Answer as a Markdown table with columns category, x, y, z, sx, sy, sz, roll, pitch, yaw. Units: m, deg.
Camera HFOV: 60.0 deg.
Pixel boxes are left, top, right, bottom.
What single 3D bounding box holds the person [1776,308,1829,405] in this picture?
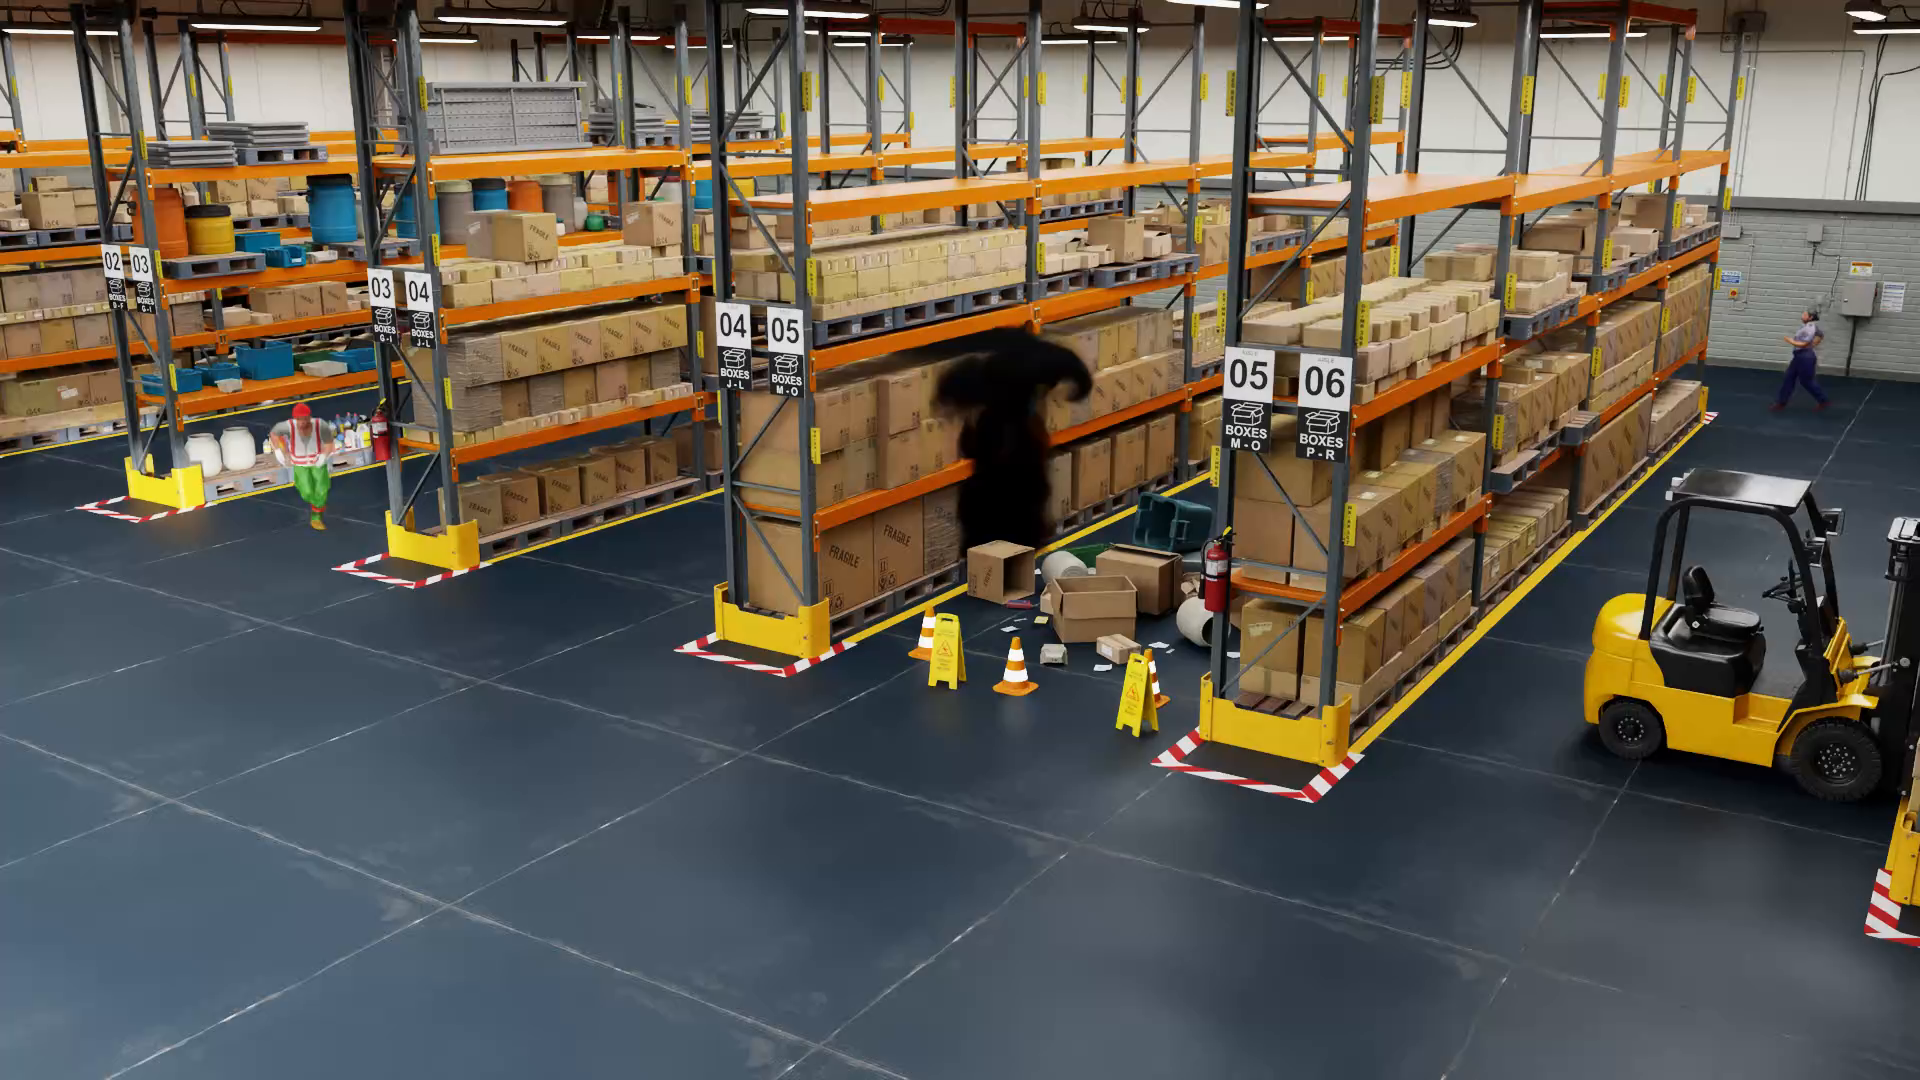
| category | x | y | z | sx | sy | sz | roll | pitch | yaw |
| --- | --- | --- | --- | --- | --- | --- | --- | --- | --- |
| person | 13.365 | -2.875 | 26.225 | 0.772 | 1.559 | 0.610 | 7 | 17 | 24 |

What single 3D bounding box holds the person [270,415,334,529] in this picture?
| category | x | y | z | sx | sy | sz | roll | pitch | yaw |
| --- | --- | --- | --- | --- | --- | --- | --- | --- | --- |
| person | -7.638 | -0.842 | 19.413 | 0.694 | 1.534 | 0.828 | -5 | 16 | -16 |
